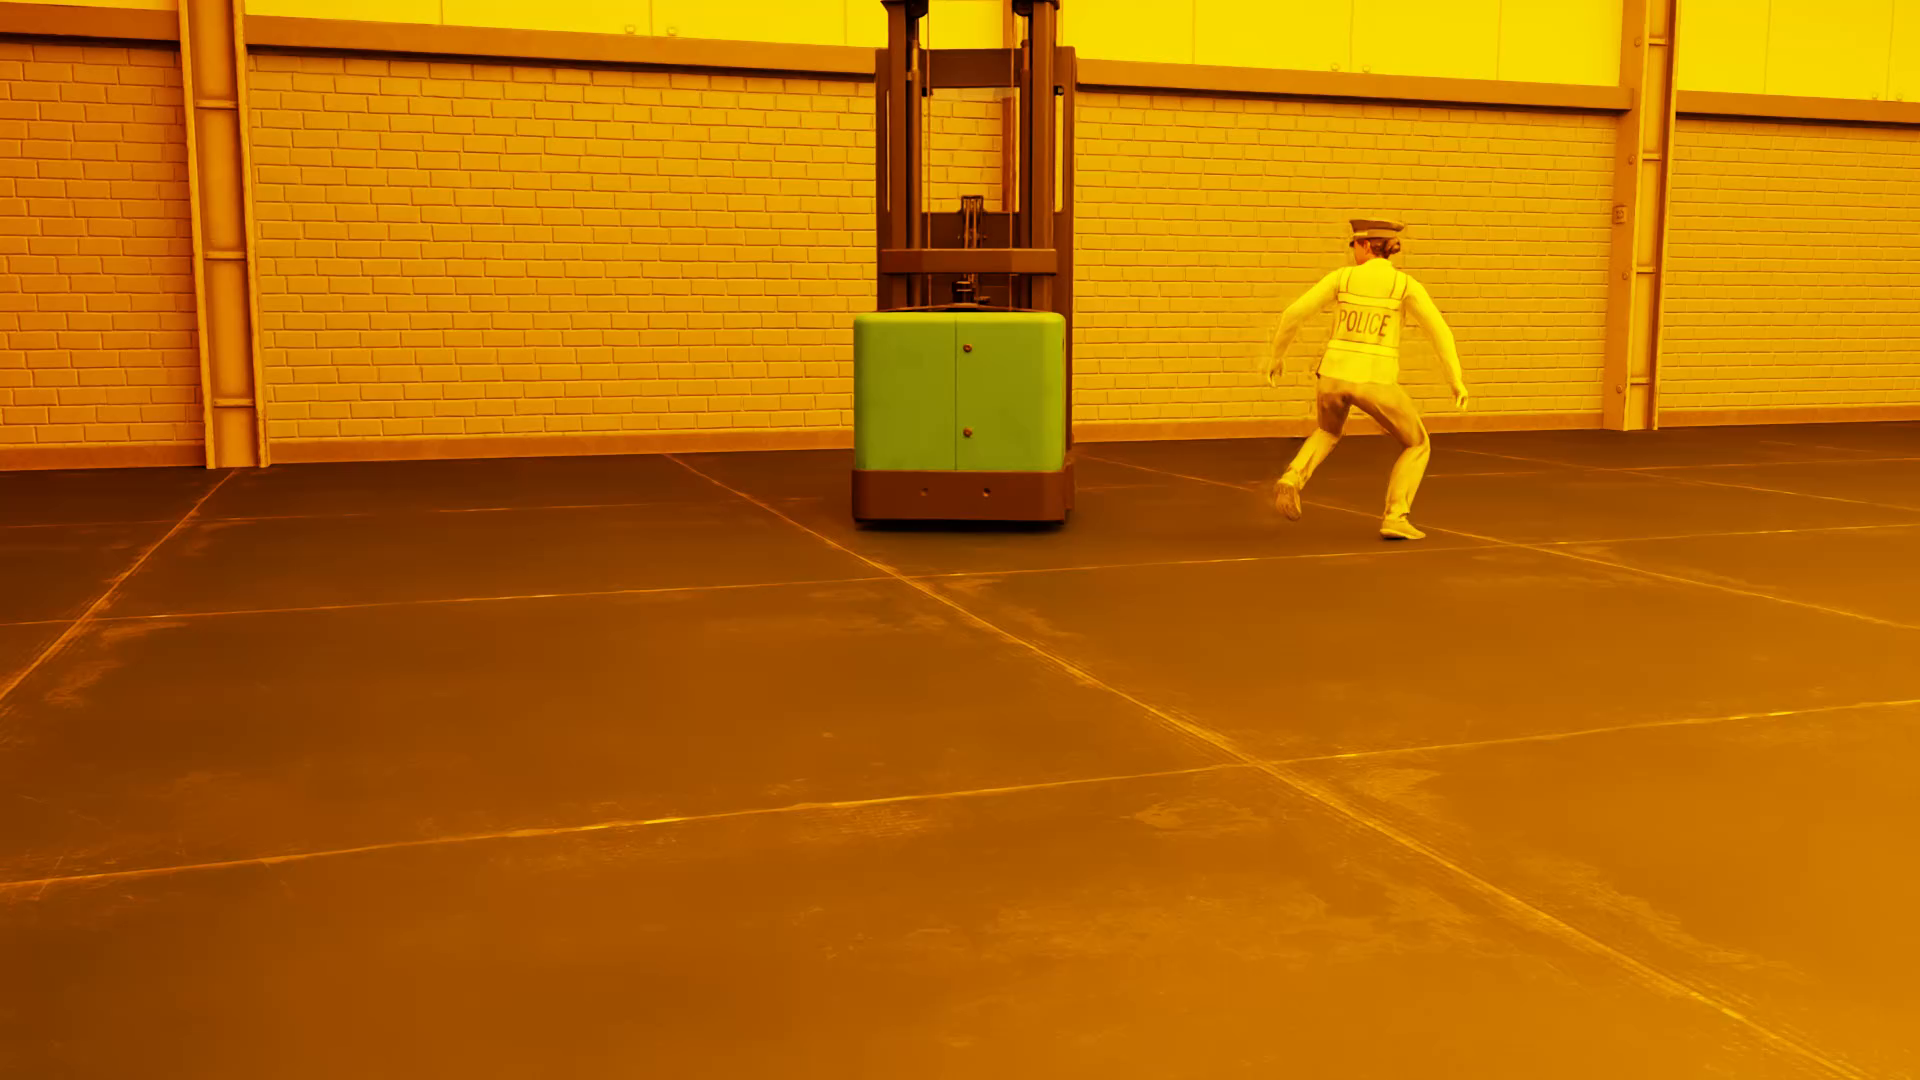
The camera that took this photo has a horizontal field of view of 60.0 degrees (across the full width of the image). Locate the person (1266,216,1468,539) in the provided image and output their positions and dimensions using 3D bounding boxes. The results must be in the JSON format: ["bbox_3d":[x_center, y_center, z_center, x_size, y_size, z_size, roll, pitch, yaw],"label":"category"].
[{"bbox_3d":[1.953,-0.767,7.995,0.908,1.555,0.483,5,9,32],"label":"person"}]

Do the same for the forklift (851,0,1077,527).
[{"bbox_3d":[0.104,-1.682,9.413,1.130,2.935,3.031,1,8,5],"label":"forklift"}]
